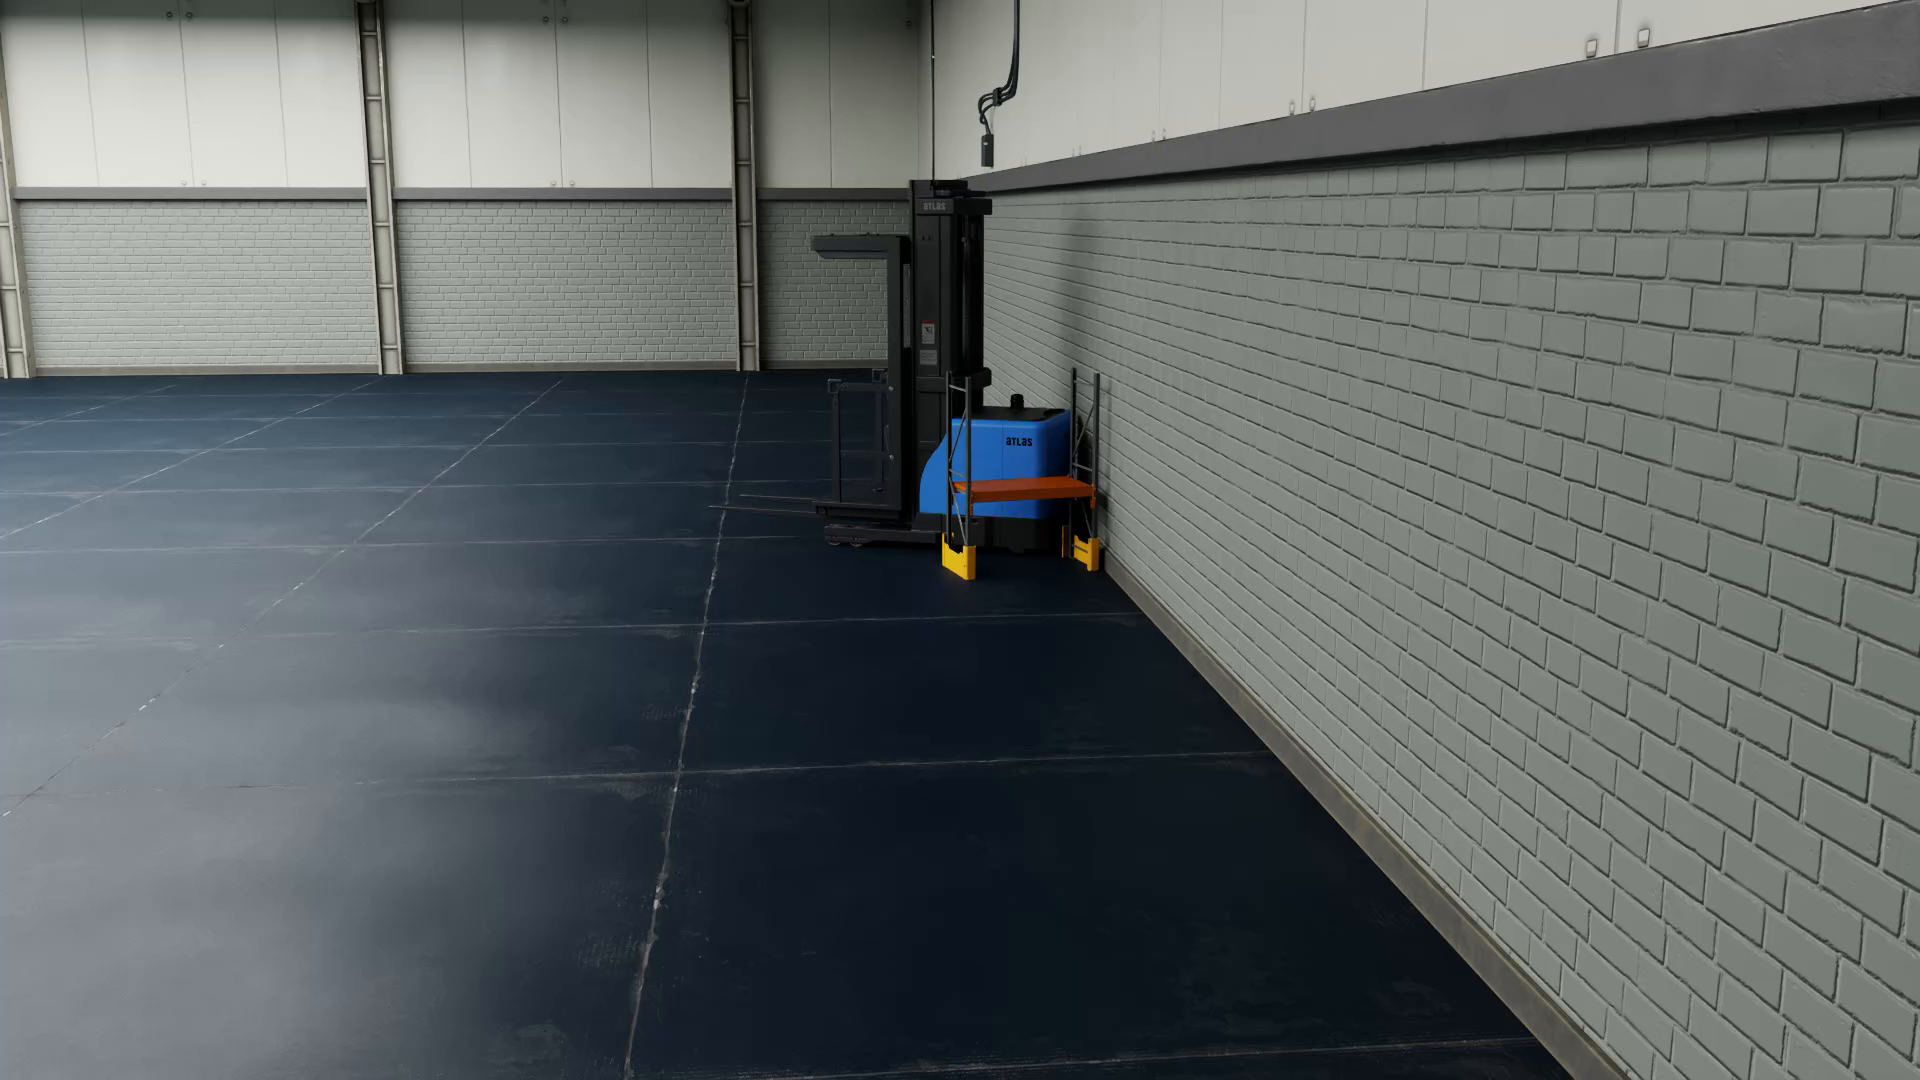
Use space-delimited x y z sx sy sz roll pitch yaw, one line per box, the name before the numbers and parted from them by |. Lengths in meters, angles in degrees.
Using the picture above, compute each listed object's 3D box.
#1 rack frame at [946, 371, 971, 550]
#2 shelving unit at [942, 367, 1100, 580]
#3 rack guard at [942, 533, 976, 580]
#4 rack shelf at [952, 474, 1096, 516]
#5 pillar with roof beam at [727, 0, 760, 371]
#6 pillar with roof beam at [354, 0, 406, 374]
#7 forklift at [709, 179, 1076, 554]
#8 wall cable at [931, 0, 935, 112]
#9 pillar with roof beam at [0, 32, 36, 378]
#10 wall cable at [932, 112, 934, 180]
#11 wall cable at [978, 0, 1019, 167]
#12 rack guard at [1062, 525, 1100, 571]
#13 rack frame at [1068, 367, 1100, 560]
rack frame | -0.010 -0.494 12.494 0.032 1.500 0.500 -4 12 -18
shelving unit | 0.463 -0.525 12.650 1.083 1.500 0.587 -4 12 -18
rack guard | -0.009 0.119 12.615 0.087 0.250 0.587 -4 12 -18
rack shelf | 0.472 -0.349 12.687 1.000 0.185 0.538 -4 12 -18
pillar with roof beam | -3.211 -6.546 23.836 0.548 9.000 9.100 -1 11 -6
pillar with roof beam | -9.176 -6.421 23.200 0.548 9.000 9.100 -1 11 -6
forklift | -0.598 -1.476 13.776 3.031 2.935 1.130 4 12 18
wall cable | -0.313 -7.615 24.231 0.112 2.526 3.097 -1 11 -6
pillar with roof beam | -15.141 -6.296 22.564 0.400 9.000 9.100 -1 11 -6
wall cable | -0.605 -5.656 27.357 0.112 2.526 3.097 -1 11 -6
wall cable | 0.405 -7.027 17.467 0.169 6.003 2.305 -1 11 -6
rack guard | 0.935 0.058 12.926 0.087 0.250 0.587 -4 12 -18
rack frame | 0.954 -0.557 12.811 0.032 1.500 0.500 -4 12 -18
